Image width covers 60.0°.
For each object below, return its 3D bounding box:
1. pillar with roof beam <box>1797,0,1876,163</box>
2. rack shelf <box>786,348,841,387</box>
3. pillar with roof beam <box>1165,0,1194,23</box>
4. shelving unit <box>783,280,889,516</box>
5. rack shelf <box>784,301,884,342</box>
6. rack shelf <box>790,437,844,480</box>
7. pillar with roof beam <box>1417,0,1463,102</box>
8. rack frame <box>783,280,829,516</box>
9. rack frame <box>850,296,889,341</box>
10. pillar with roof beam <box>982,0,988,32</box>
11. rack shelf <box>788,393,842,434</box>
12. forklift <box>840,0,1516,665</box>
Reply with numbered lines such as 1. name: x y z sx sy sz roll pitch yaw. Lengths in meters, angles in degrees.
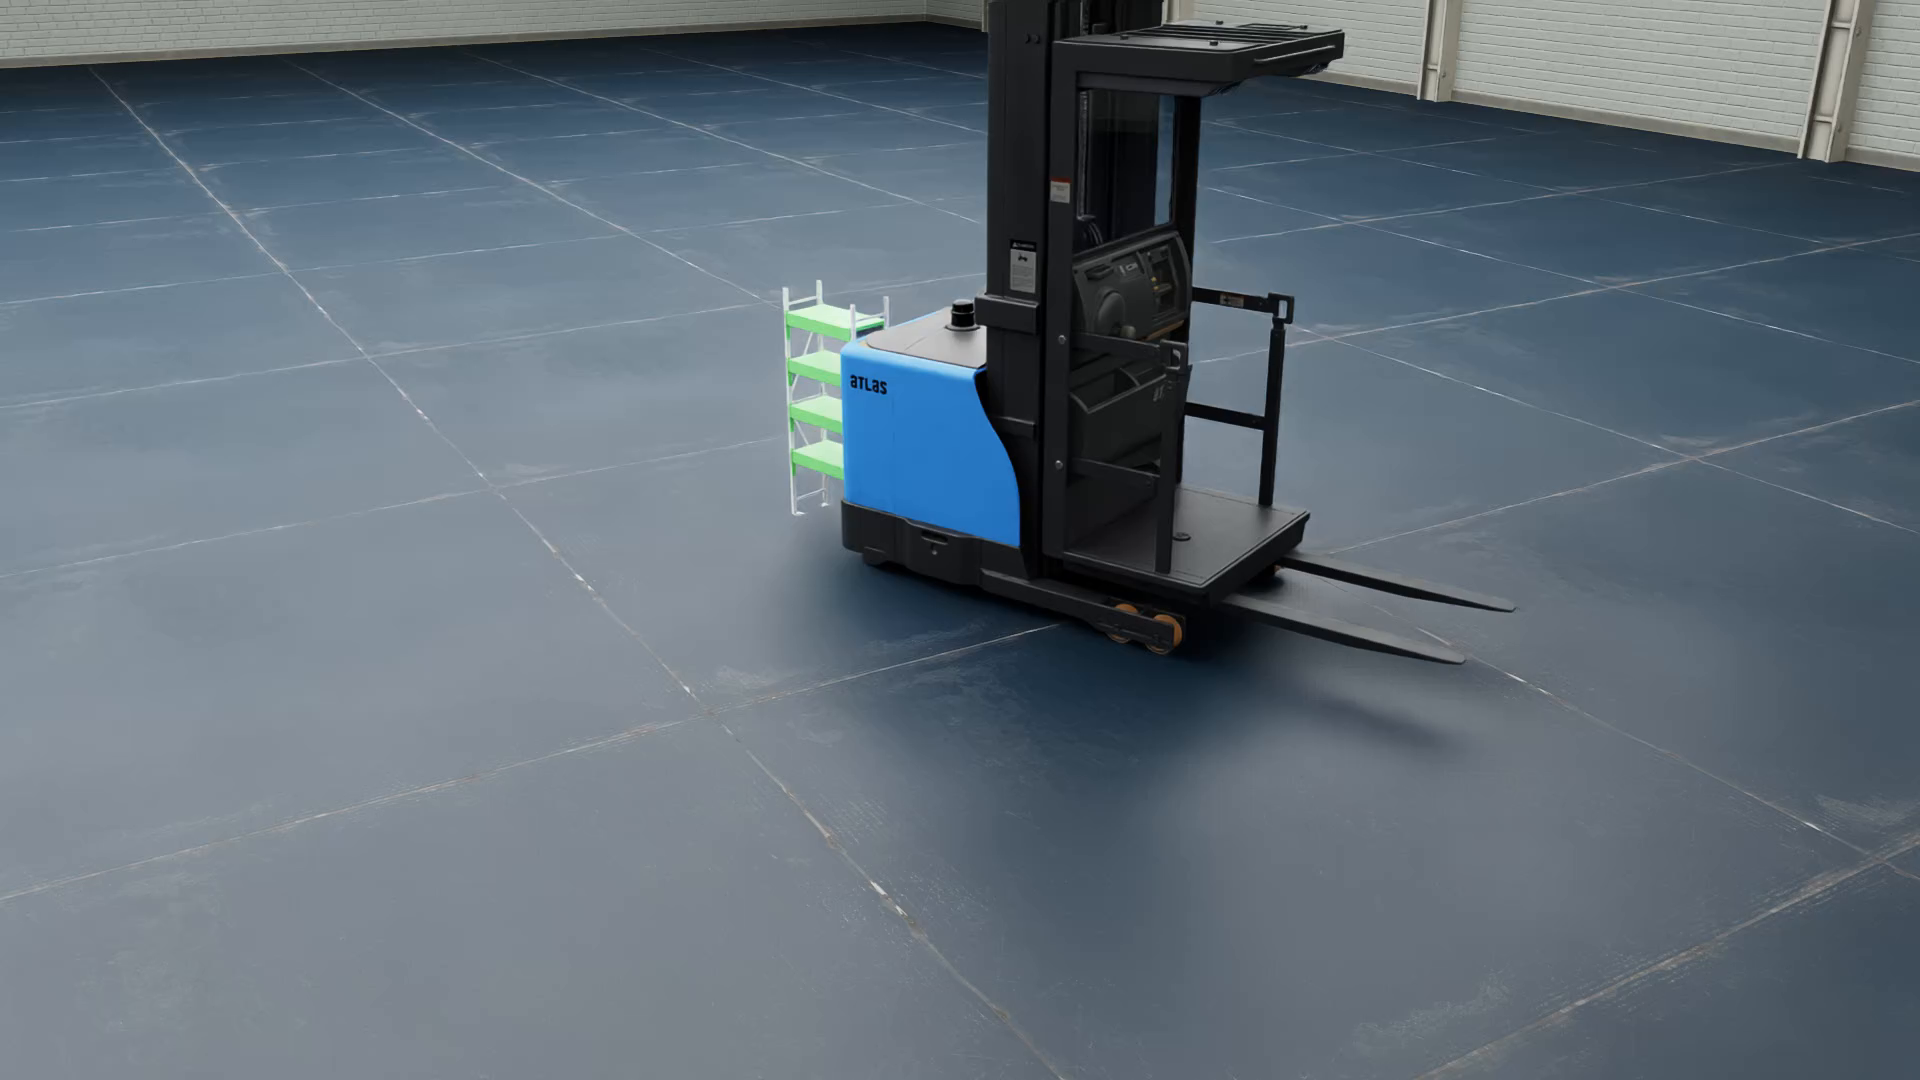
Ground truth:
1. pillar with roof beam: 6.159 -7.704 15.315 9.100 9.000 0.400 -13 25 -28
2. rack shelf: -0.607 -0.814 8.254 0.480 0.148 0.258 20 30 40
3. pillar with roof beam: 0.030 -11.589 24.872 9.100 9.000 0.400 -13 25 -28
4. shelving unit: -0.607 -0.651 8.320 0.503 1.200 0.258 20 30 40
5. rack shelf: -0.607 -1.037 8.163 0.480 0.148 0.258 20 30 40
6. rack shelf: -0.607 -0.370 8.434 0.480 0.148 0.258 20 30 40
7. pillar with roof beam: 3.095 -9.646 20.093 9.100 9.000 0.400 -13 25 -28
8. rack frame: -0.782 -0.715 8.477 0.015 1.200 0.240 20 30 40
9. rack frame: -0.432 -0.587 8.163 0.015 1.200 0.240 20 30 40
10. pillar with roof beam: -3.035 -13.531 29.650 9.100 9.000 0.400 -13 25 -28
11. rack shelf: -0.607 -0.592 8.344 0.480 0.148 0.258 20 30 40
12. forklift: 0.925 -1.097 7.117 3.031 2.935 1.130 15 26 32
